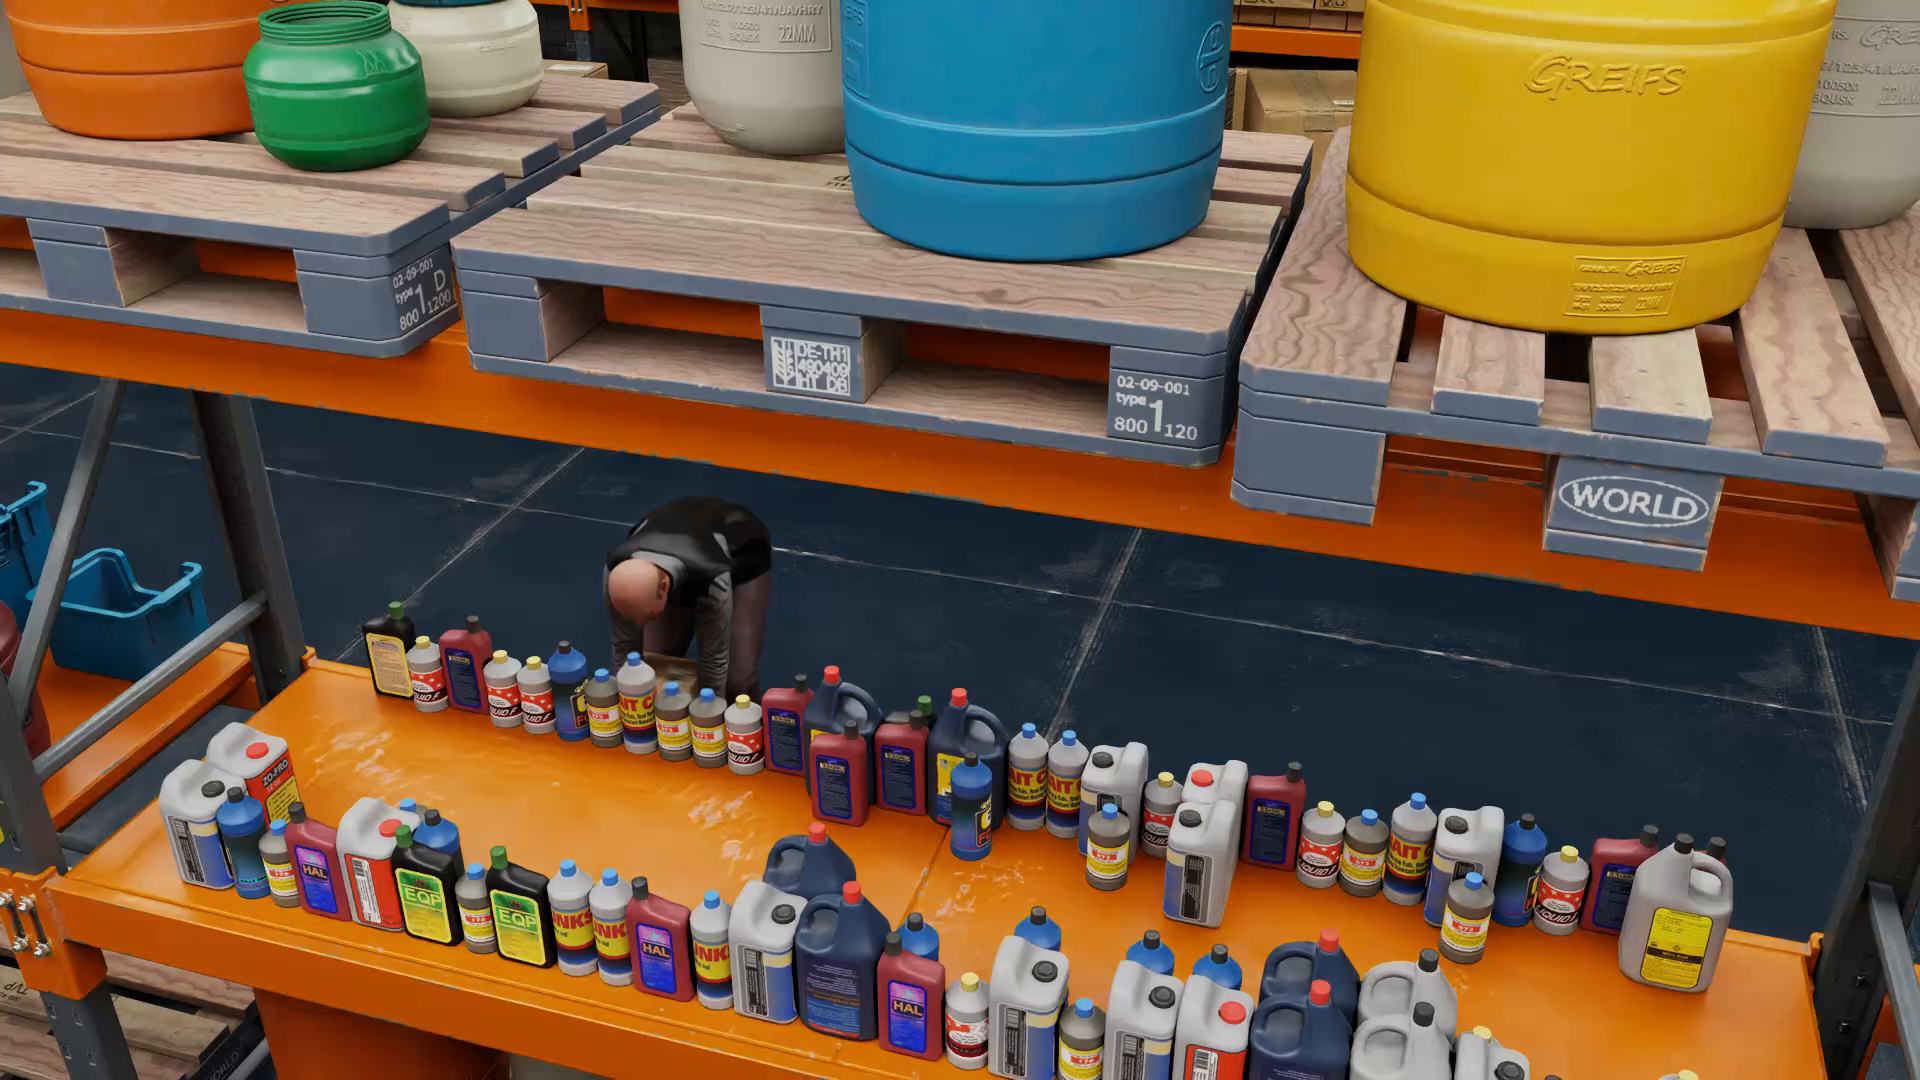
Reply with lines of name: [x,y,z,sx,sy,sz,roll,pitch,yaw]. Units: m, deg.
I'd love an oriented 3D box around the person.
person: [-0.966,0.419,5.945,0.475,1.191,0.931,7,30,13]
